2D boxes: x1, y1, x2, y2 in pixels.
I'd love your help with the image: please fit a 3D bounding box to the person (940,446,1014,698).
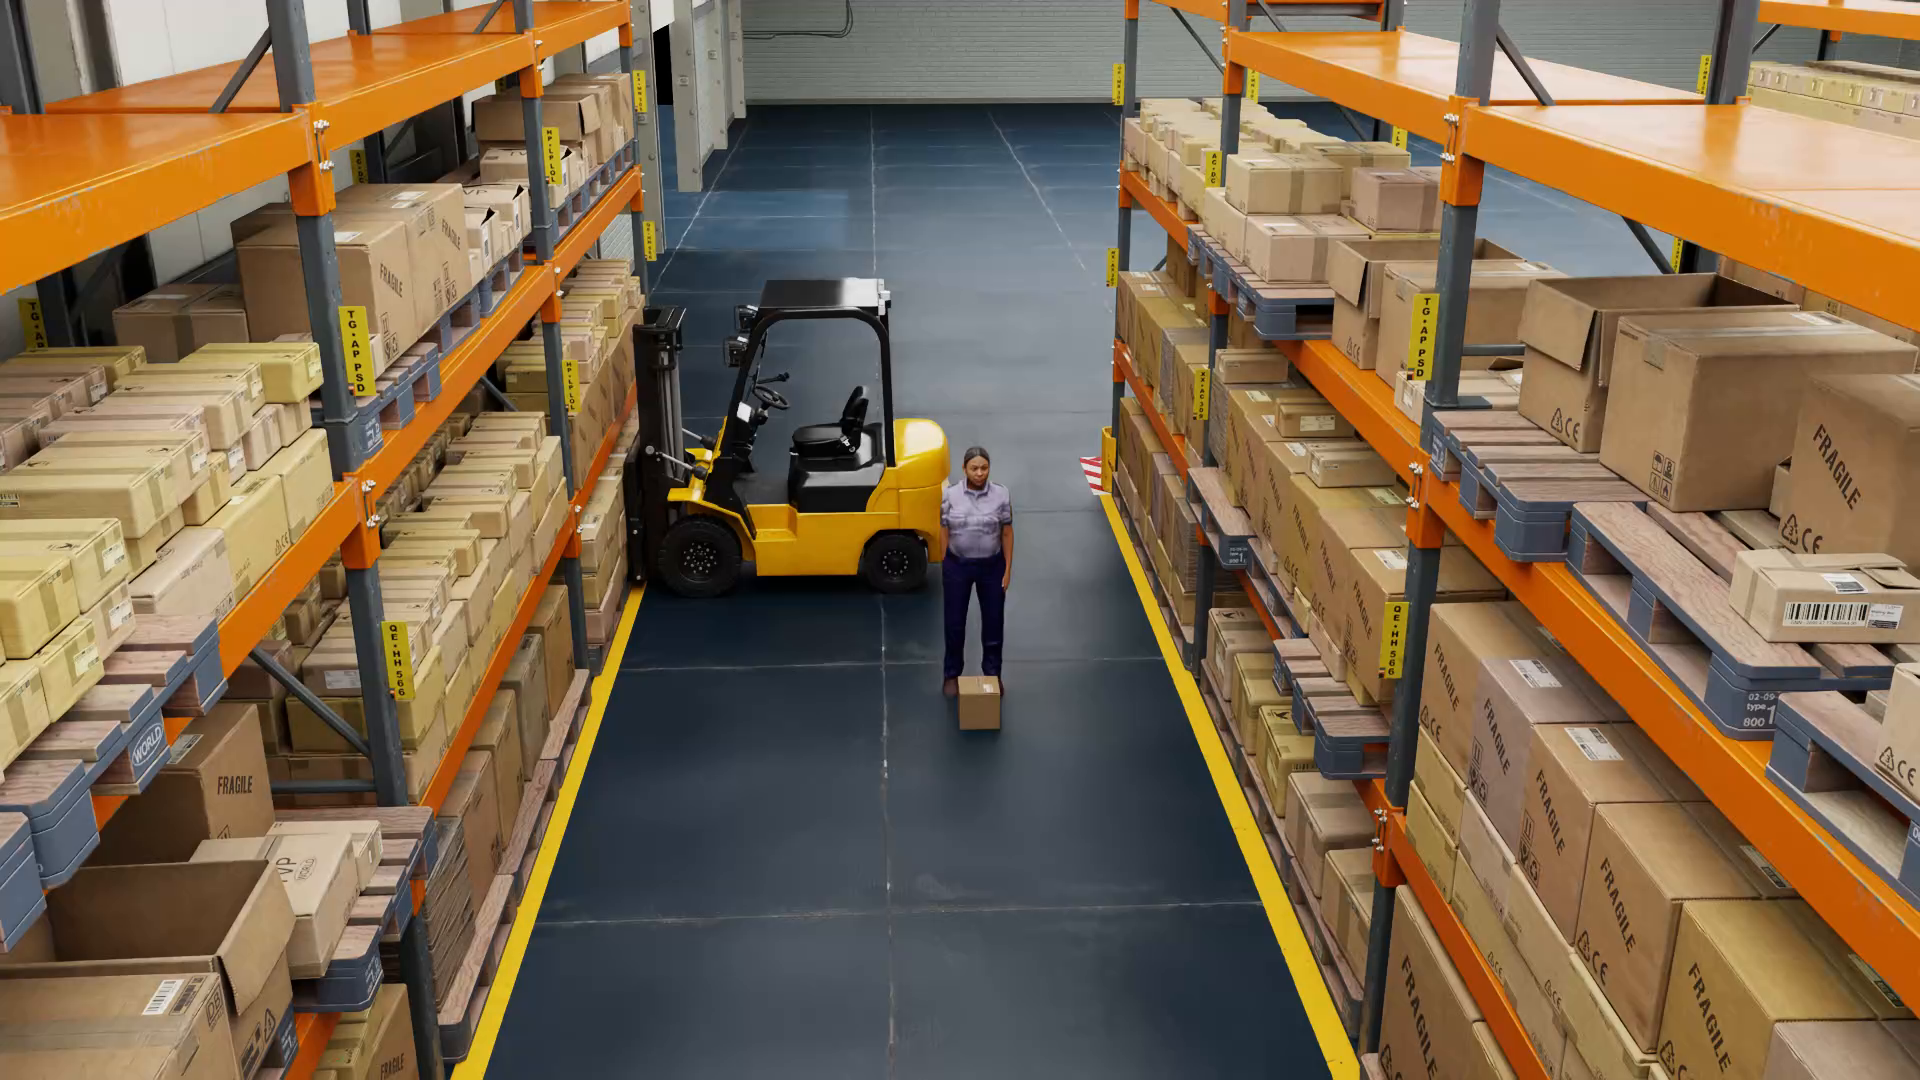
[{"bbox_3d":[0.107,0.212,10.571,0.468,1.673,0.343,-1,21,-2],"label":"person"}]
